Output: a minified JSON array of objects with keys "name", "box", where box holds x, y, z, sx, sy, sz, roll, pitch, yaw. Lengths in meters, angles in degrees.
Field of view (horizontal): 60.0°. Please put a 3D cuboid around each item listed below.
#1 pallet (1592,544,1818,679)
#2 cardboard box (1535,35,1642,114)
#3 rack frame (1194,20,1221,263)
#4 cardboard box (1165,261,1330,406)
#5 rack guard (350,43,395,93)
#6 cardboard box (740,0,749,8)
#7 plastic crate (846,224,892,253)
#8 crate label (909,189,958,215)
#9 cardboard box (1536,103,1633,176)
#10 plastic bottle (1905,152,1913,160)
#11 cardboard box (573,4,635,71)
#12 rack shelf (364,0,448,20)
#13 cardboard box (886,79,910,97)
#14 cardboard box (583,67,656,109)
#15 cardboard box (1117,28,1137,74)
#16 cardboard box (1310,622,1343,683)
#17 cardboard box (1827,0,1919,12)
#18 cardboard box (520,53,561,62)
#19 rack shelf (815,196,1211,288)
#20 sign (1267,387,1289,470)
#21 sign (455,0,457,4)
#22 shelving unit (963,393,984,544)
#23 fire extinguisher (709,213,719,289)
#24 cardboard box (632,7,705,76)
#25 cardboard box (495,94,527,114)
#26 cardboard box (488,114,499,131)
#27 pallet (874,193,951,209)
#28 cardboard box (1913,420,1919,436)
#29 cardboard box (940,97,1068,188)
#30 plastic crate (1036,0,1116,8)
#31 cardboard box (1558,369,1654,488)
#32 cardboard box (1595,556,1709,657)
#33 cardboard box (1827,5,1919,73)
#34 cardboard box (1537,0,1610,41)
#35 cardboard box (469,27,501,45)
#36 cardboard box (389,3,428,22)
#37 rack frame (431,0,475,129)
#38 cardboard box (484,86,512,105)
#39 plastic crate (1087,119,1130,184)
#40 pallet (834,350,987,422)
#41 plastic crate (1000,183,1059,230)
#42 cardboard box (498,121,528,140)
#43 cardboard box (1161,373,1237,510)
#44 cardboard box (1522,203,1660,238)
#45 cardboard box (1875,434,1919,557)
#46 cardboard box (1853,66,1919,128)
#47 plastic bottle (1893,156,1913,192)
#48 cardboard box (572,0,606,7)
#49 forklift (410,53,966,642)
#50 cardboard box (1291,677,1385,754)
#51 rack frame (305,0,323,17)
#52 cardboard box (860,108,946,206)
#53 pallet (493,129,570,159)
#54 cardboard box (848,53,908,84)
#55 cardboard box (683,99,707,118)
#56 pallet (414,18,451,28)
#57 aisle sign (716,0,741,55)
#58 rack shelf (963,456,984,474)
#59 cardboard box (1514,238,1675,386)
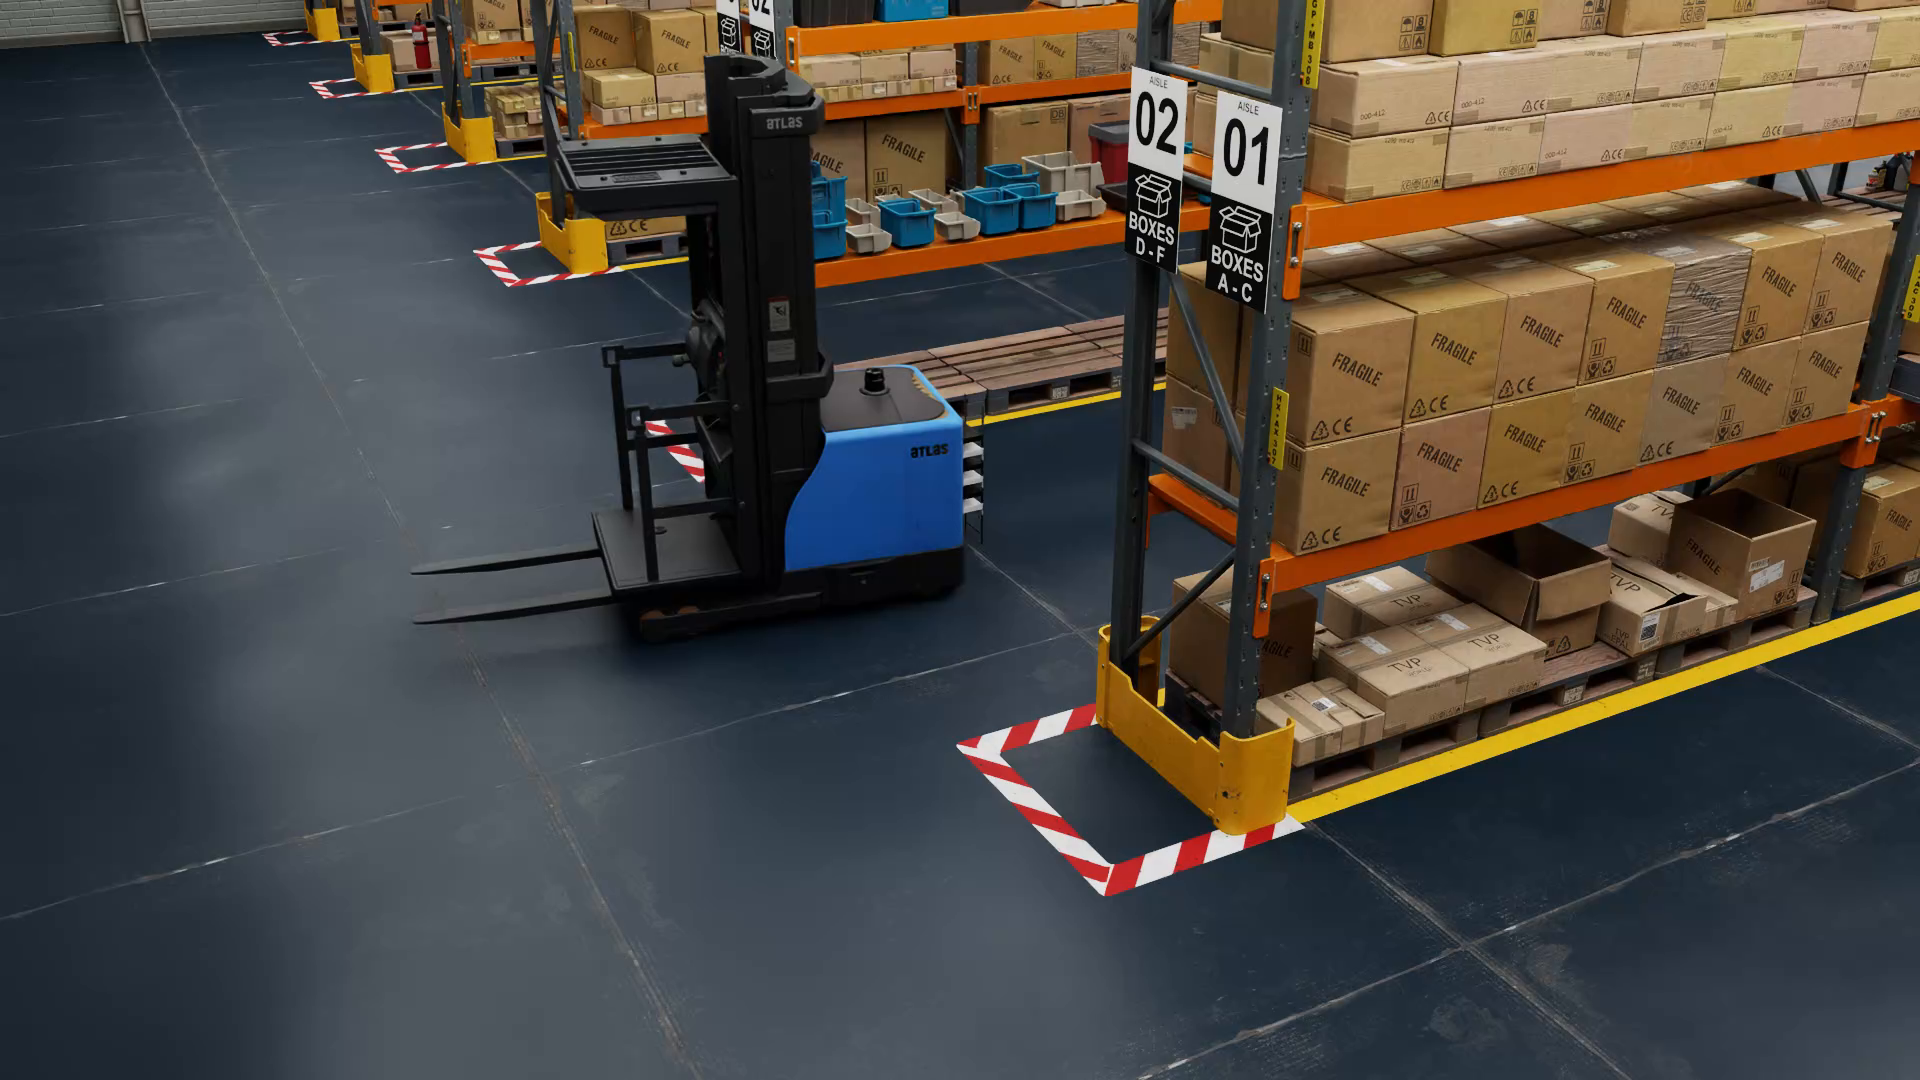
[{"name":"pallet","box":[3.937,0.320,9.281,1.213,0.211,1.003,-13,29,-25]},{"name":"cardboard box","box":[2.473,-1.981,6.981,0.500,0.250,0.500,-13,29,-25]},{"name":"rack frame","box":[2.216,-2.969,12.910,0.127,3.000,1.000,-13,29,-25]},{"name":"cardboard box","box":[1.277,-0.954,7.441,0.500,0.500,0.500,-13,29,-26]},{"name":"rack guard","box":[-8.329,-6.699,23.567,0.348,0.500,1.175,-13,29,-25]},{"name":"cardboard box","box":[-2.653,-6.749,20.322,0.500,0.500,0.500,-13,29,-25]},{"name":"plastic crate","box":[-0.619,-2.021,11.170,0.298,0.136,0.250,-13,29,-25]},{"name":"crate label","box":[-0.182,-2.418,11.996,0.243,0.136,0.396,-13,29,-25]},{"name":"cardboard box","box":[2.475,-1.754,7.086,0.500,0.250,0.500,-13,29,-25]},{"name":"plastic bottle","box":[9.877,-3.883,17.366,0.185,0.351,0.144,-15,29,-28]},{"name":"cardboard box","box":[-3.338,-4.650,15.374,0.500,0.500,0.500,-13,28,-24]},{"name":"rack shelf","box":[-6.543,-7.914,24.040,4.000,0.370,1.077,-13,29,-25]},{"name":"cardboard box","box":[-0.683,-4.456,16.296,0.250,0.149,0.380,-14,29,-26]},{"name":"cardboard box","box":[-3.094,-4.107,15.110,0.500,0.250,0.500,-14,29,-26]},{"name":"cardboard box","box":[1.747,-5.216,17.474,0.500,0.500,0.500,-12,28,-24]},{"name":"cardboard box","box":[1.778,0.564,8.316,0.250,0.166,0.380,-13,29,-25]},{"name":"cardboard box","box":[4.132,-2.811,7.844,0.500,0.500,0.700,-13,29,-25]},{"name":"cardboard box","box":[-6.172,-7.411,24.635,0.875,0.438,0.875,-14,29,-27]},{"name":"rack shelf","box":[0.451,-2.238,12.217,4.000,0.370,1.077,-13,29,-25]},{"name":"sign","box":[1.270,-0.445,6.653,0.005,0.325,0.100,-13,29,-25]},{"name":"sign","box":[-5.633,-6.144,18.522,0.005,0.325,0.100,-13,29,-25]},{"name":"shelving unit","box":[-0.007,-0.404,9.993,0.210,0.900,0.258,-13,29,-25]},{"name":"fire extinguisher","box":[-1.660,-2.095,11.608,0.183,0.674,0.296,-13,29,-25]},{"name":"cardboard box","box":[-2.652,-4.547,15.160,0.500,0.500,0.500,-14,29,-26]},{"name":"cardboard box","box":[-5.267,-5.110,19.491,0.250,0.149,0.380,-14,29,-27]},{"name":"cardboard box","box":[-5.523,-5.052,20.057,0.250,0.149,0.380,-12,28,-24]},{"name":"pallet","box":[-0.822,-3.479,17.193,1.213,0.211,1.003,-13,29,-25]},{"name":"cardboard box","box":[5.967,-0.696,9.687,0.500,0.250,0.500,-13,29,-25]},{"name":"cardboard box","box":[0.441,-4.230,17.506,0.875,0.875,1.225,-13,29,-25]},{"name":"plastic crate","box":[0.787,-3.787,11.284,0.530,0.282,0.437,-13,29,-25]},{"name":"cardboard box","box":[2.869,-0.606,7.873,0.500,0.500,0.500,-13,28,-24]},{"name":"cardboard box","box":[3.513,0.314,8.670,0.500,0.311,0.500,-13,29,-25]},{"name":"cardboard box","box":[4.242,-2.384,7.821,0.500,0.250,0.500,-13,29,-25]},{"name":"cardboard box","box":[2.332,-2.433,7.057,0.500,0.500,0.700,-13,29,-25]},{"name":"cardboard box","box":[-5.449,-5.789,19.072,0.250,0.149,0.380,-13,29,-26]},{"name":"cardboard box","box":[-9.289,-9.036,27.948,0.500,0.500,0.700,-12,28,-23]},{"name":"rack frame","box":[-5.889,-5.961,19.141,0.127,3.000,1.000,-13,29,-25]},{"name":"cardboard box","box":[-5.541,-5.338,19.965,0.250,0.149,0.380,-13,28,-25]},{"name":"plastic crate","box":[1.310,-2.939,12.704,0.583,0.464,0.402,-13,29,-25]},{"name":"pallet","box":[-0.568,-1.051,12.136,1.213,0.211,1.003,-13,29,-25]},{"name":"plastic crate","box":[0.486,-2.360,11.765,0.300,0.233,0.416,-13,29,-25]},{"name":"cardboard box","box":[-5.276,-4.850,19.635,0.250,0.149,0.380,-12,28,-24]},{"name":"cardboard box","box":[1.281,-0.502,7.656,0.500,0.500,0.500,-12,28,-24]},{"name":"cardboard box","box":[3.087,-1.374,8.317,0.500,0.500,0.500,-14,29,-27]},{"name":"cardboard box","box":[5.551,-0.267,9.661,0.500,0.500,0.500,-13,28,-24]},{"name":"cardboard box","box":[4.240,-2.161,7.934,0.500,0.250,0.500,-13,29,-25]},{"name":"plastic bottle","box":[9.775,-3.789,17.170,0.185,0.351,0.144,-13,29,-25]},{"name":"cardboard box","box":[-4.464,-6.340,19.471,0.500,0.500,0.500,-13,28,-24]},{"name":"forklift","box":[-1.544,-1.021,8.931,3.031,2.935,1.130,-8,27,-16]},{"name":"cardboard box","box":[1.766,0.812,7.800,0.250,0.166,0.380,-13,29,-25]},{"name":"rack frame","box":[-10.646,-9.726,26.982,0.127,3.000,1.000,-13,29,-25]},{"name":"cardboard box","box":[-0.735,-3.989,17.002,0.875,0.875,0.875,-13,29,-25]},{"name":"pallet","box":[-5.088,-4.871,20.093,1.213,0.211,1.003,-13,29,-25]},{"name":"cardboard box","box":[-0.836,-4.631,16.200,0.500,0.250,0.500,-12,28,-24]},{"name":"cardboard box","box":[-2.495,-4.038,15.426,0.250,0.149,0.380,-13,29,-26]},{"name":"pallet","box":[-8.801,-8.894,28.471,1.213,0.211,1.003,-13,29,-25]},{"name":"aisle sign","box":[-1.515,-3.424,10.853,0.004,0.787,0.394,-13,29,-25]},{"name":"rack shelf","box":[-0.007,-0.455,9.968,0.200,0.077,0.258,-13,29,-25]},{"name":"cardboard box","box":[2.879,-1.061,7.664,0.500,0.500,0.500,-13,29,-26]}]
